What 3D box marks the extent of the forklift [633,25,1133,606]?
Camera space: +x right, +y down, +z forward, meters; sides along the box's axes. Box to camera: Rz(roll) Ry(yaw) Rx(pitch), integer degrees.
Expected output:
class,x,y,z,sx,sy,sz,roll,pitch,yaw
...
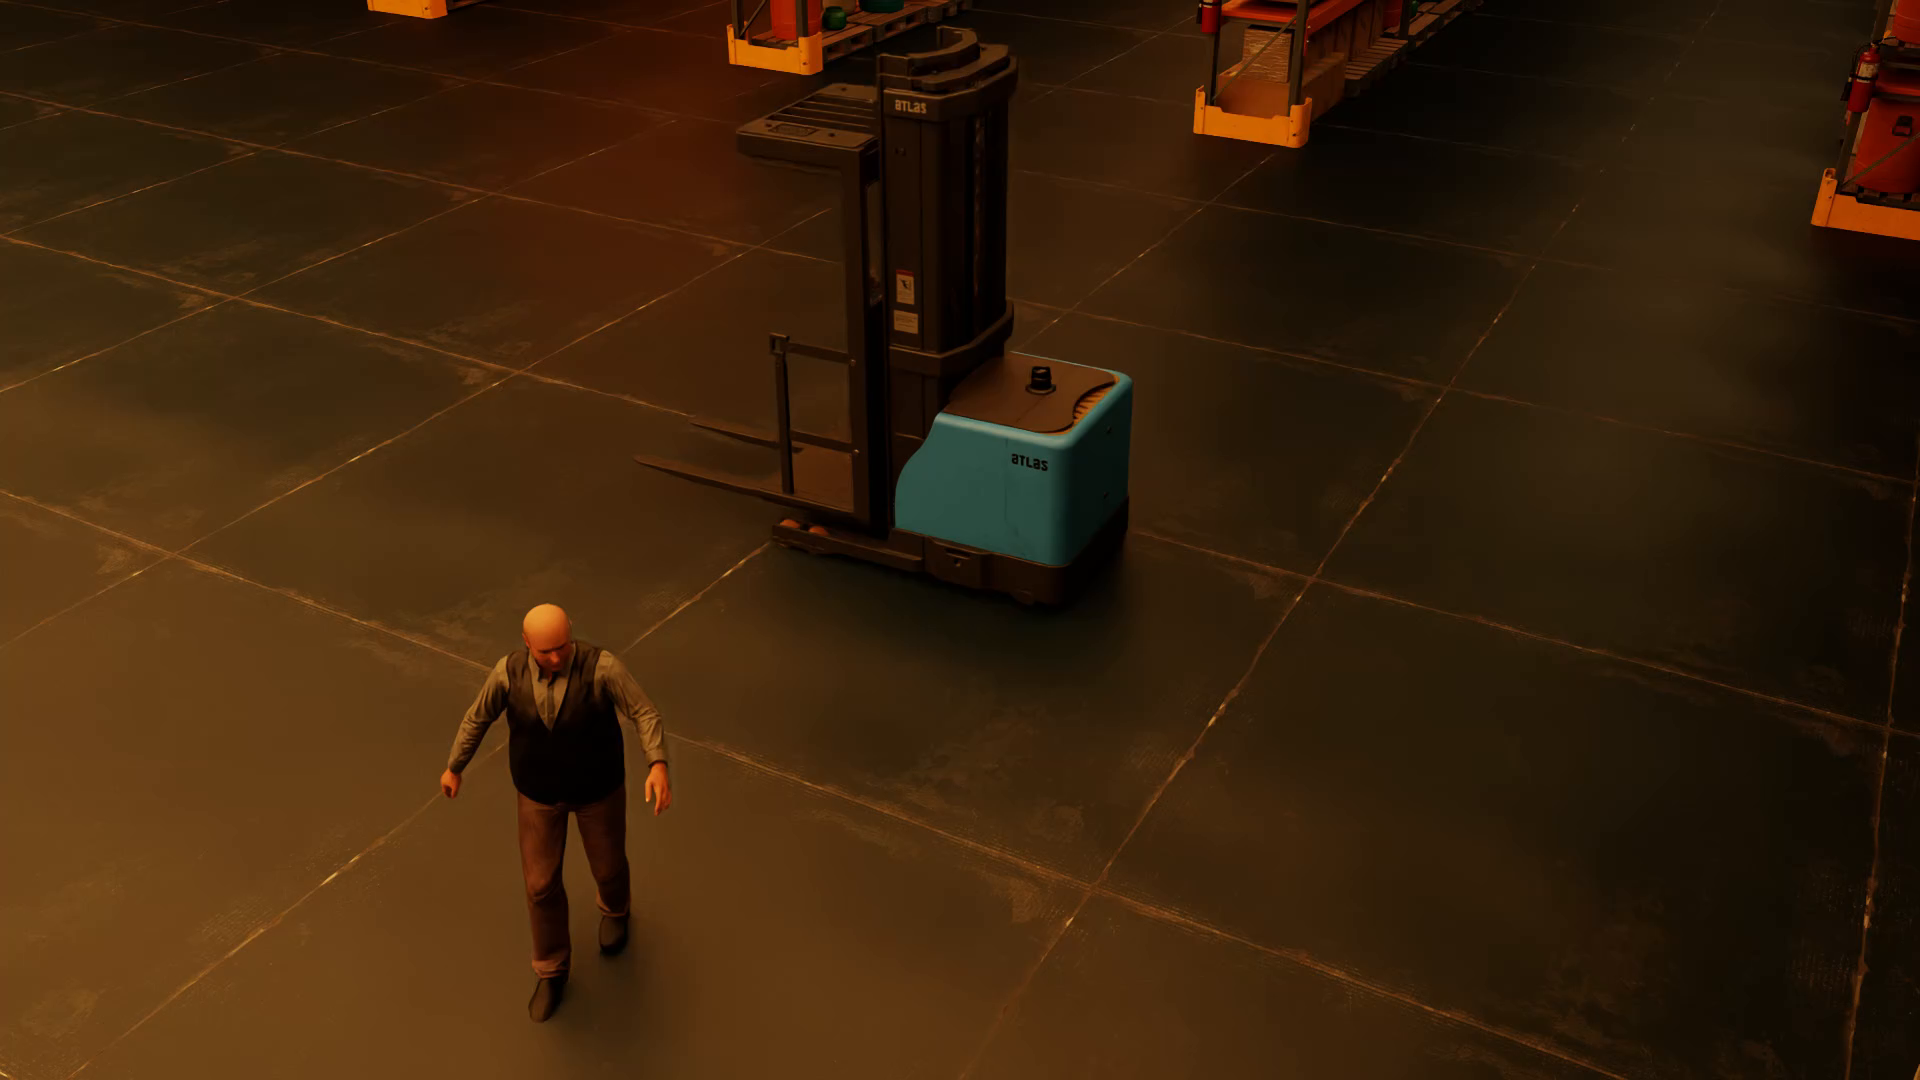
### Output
class,x,y,z,sx,sy,sz,roll,pitch,yaw
forklift,-0.553,-1.401,9.498,3.031,2.935,1.130,14,33,22

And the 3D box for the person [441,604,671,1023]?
class,x,y,z,sx,sy,sz,roll,pitch,yaw
person,-1.581,1.041,6.540,0.974,1.722,0.693,-1,30,-1
